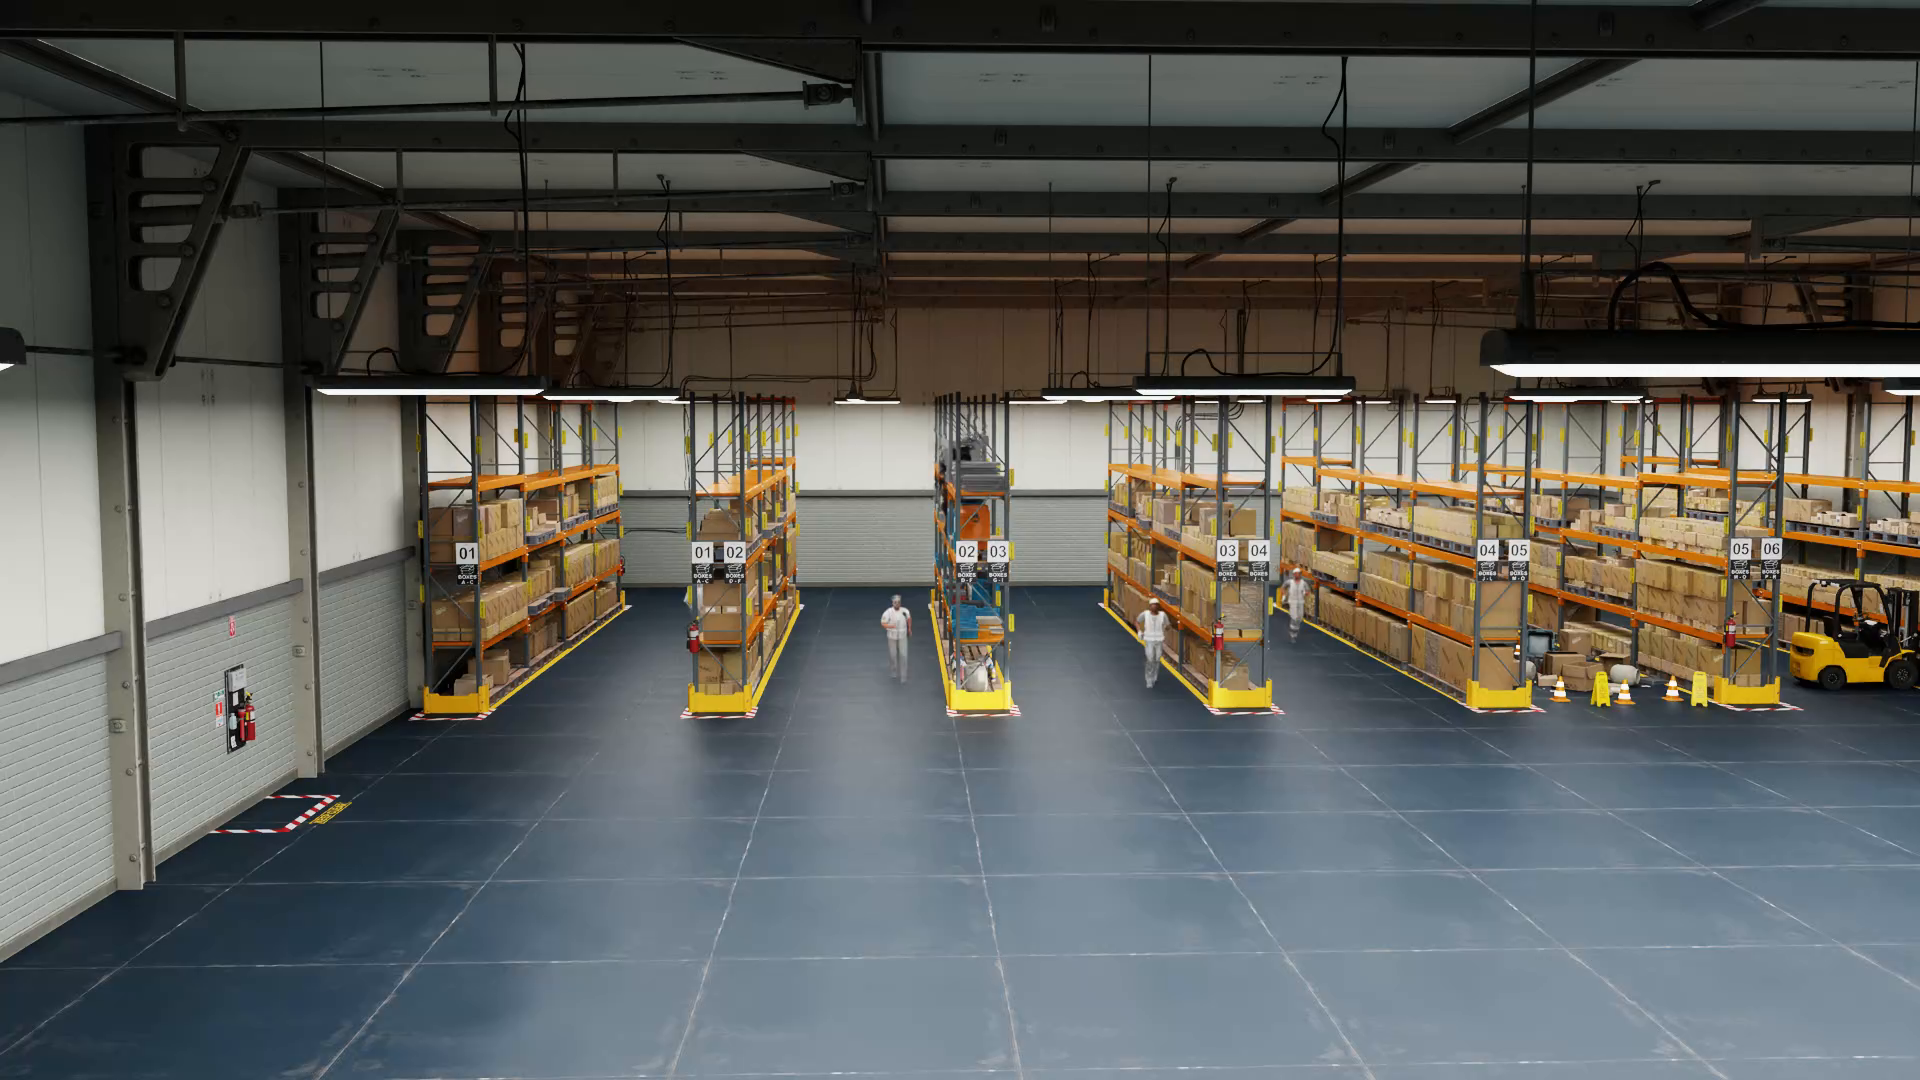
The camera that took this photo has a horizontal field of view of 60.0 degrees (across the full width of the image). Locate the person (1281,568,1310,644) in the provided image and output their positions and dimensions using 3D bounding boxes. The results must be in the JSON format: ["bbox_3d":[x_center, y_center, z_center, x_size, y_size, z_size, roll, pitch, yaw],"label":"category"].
[{"bbox_3d":[8.166,1.595,40.391,0.641,1.838,0.763,0,5,-6],"label":"person"}]

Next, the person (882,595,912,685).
[{"bbox_3d":[-1.314,2.040,34.645,0.648,1.814,0.931,-1,5,-8],"label":"person"}]

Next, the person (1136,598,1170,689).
[{"bbox_3d":[3.972,2.102,34.073,0.666,1.843,0.760,0,5,-5],"label":"person"}]

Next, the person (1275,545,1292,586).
[{"bbox_3d":[9.696,0.934,49.057,0.649,1.736,0.701,-1,5,-15],"label":"person"}]

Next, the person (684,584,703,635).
[{"bbox_3d":[-6.315,1.695,39.957,0.623,1.688,0.734,-1,5,-6],"label":"person"}]
